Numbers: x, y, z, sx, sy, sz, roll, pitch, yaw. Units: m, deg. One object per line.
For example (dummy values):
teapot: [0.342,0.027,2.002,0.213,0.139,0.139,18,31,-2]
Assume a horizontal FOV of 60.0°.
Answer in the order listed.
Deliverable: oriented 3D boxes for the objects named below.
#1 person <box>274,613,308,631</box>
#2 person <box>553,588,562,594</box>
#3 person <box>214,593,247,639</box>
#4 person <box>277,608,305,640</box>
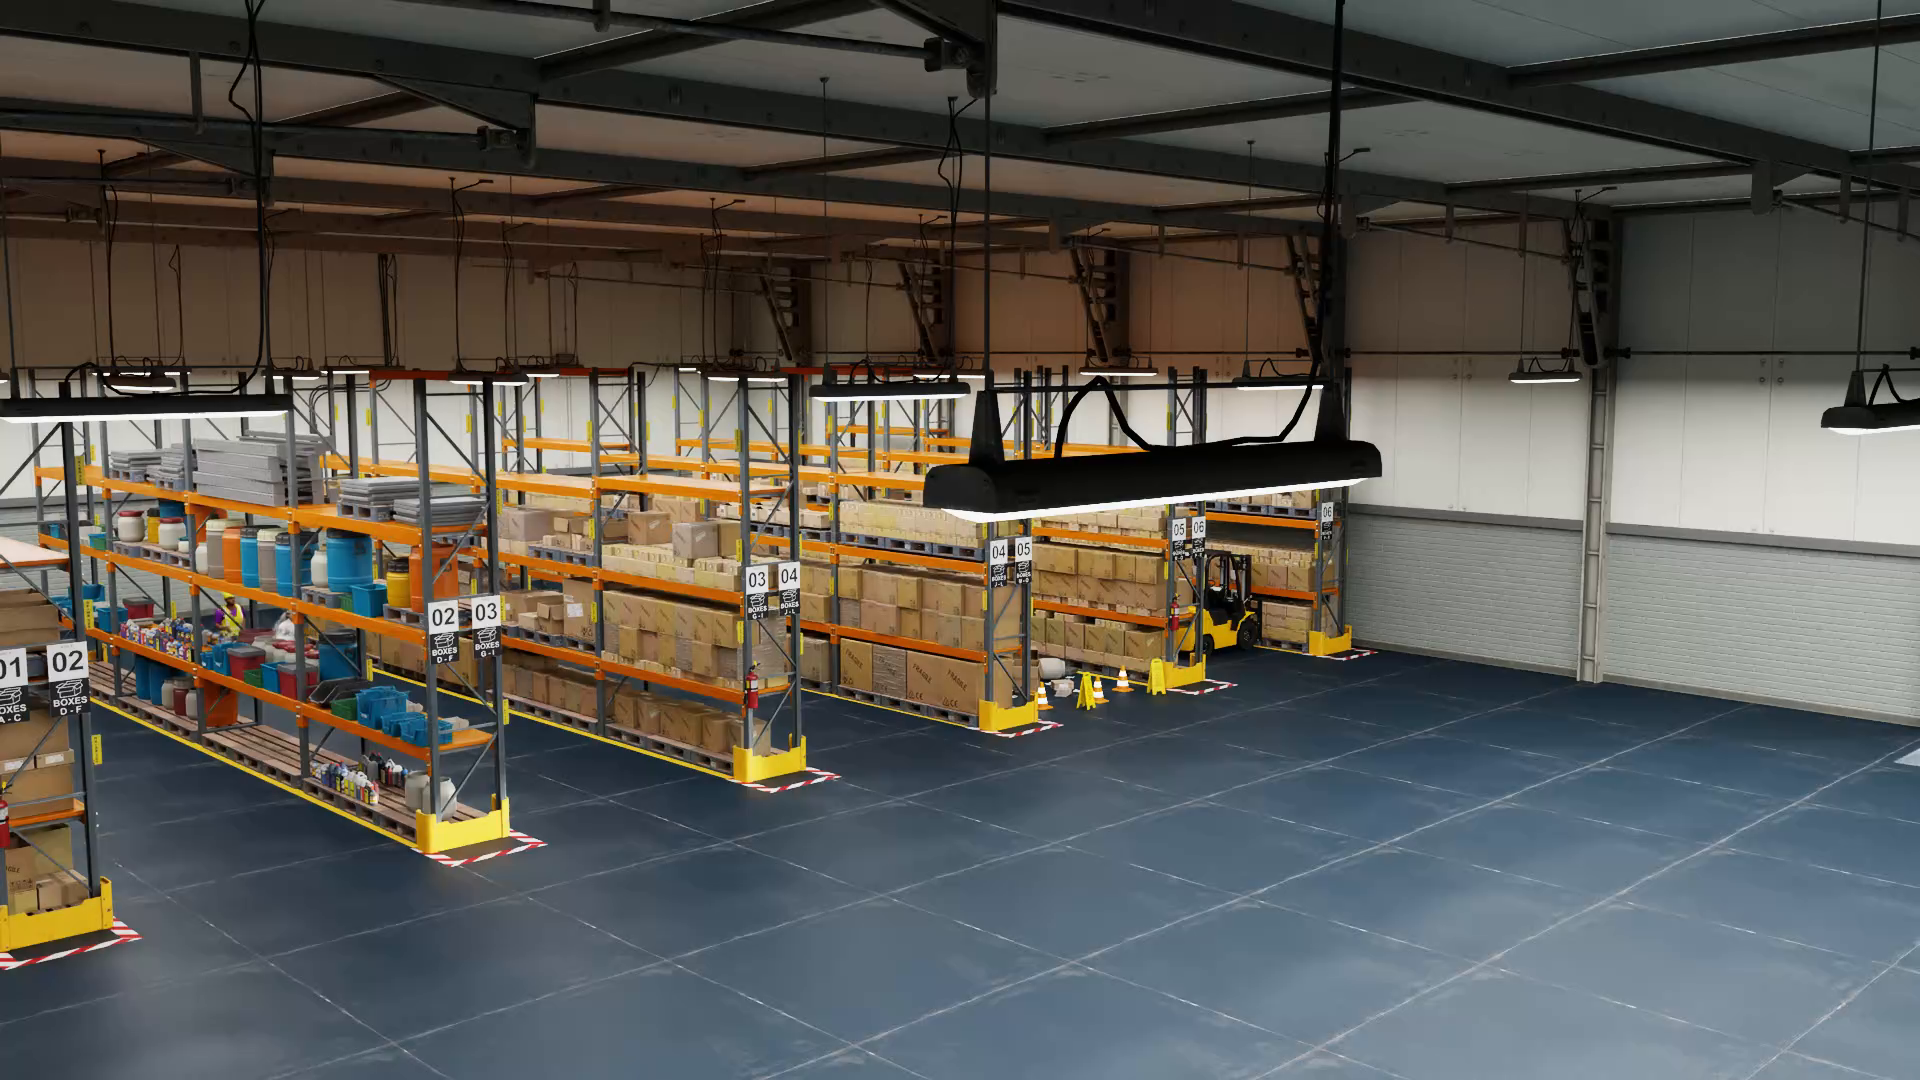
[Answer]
person: [-14.970,1.279,37.276,0.805,1.824,0.726,-3,7,-26]
person: [-7.862,1.838,32.518,0.662,1.799,0.700,-6,9,-42]
person: [-13.994,1.845,32.057,0.633,1.732,0.673,6,9,42]
person: [-12.294,2.065,30.574,0.716,1.749,0.569,5,8,38]
